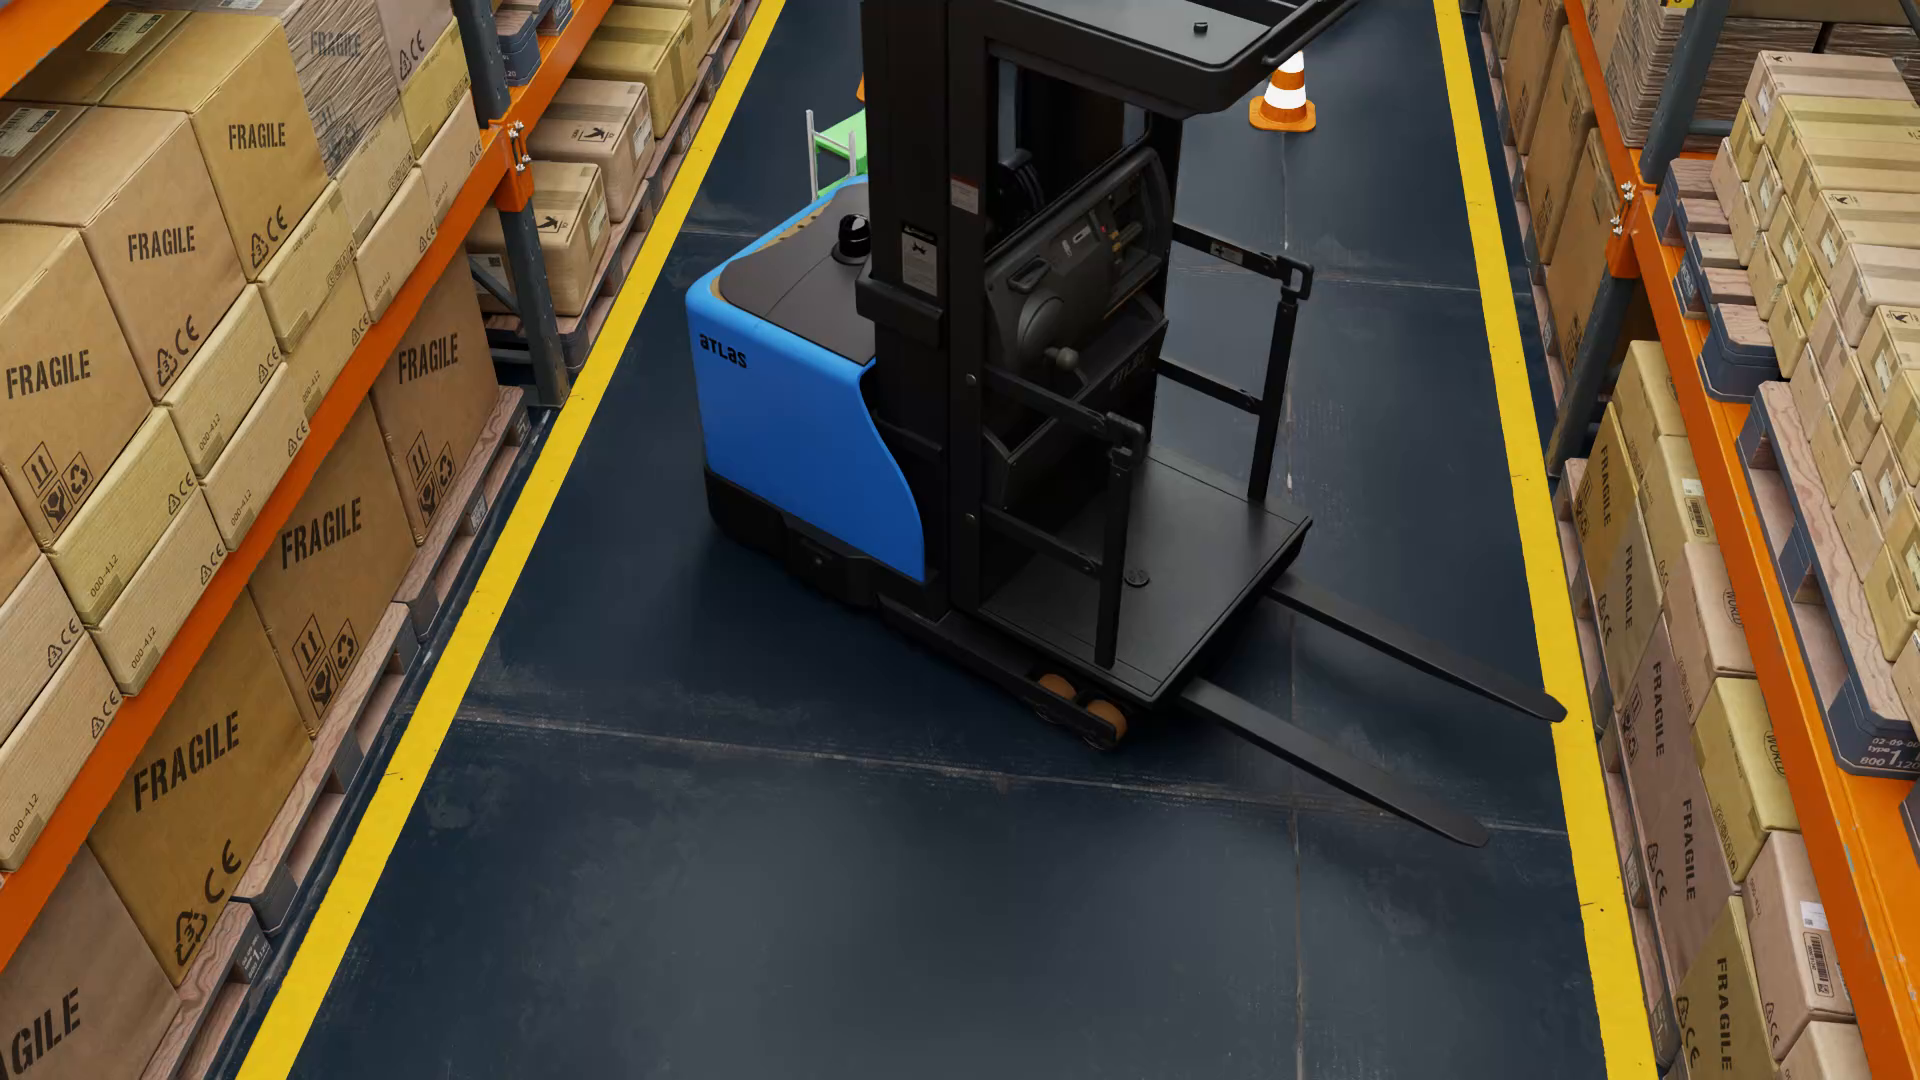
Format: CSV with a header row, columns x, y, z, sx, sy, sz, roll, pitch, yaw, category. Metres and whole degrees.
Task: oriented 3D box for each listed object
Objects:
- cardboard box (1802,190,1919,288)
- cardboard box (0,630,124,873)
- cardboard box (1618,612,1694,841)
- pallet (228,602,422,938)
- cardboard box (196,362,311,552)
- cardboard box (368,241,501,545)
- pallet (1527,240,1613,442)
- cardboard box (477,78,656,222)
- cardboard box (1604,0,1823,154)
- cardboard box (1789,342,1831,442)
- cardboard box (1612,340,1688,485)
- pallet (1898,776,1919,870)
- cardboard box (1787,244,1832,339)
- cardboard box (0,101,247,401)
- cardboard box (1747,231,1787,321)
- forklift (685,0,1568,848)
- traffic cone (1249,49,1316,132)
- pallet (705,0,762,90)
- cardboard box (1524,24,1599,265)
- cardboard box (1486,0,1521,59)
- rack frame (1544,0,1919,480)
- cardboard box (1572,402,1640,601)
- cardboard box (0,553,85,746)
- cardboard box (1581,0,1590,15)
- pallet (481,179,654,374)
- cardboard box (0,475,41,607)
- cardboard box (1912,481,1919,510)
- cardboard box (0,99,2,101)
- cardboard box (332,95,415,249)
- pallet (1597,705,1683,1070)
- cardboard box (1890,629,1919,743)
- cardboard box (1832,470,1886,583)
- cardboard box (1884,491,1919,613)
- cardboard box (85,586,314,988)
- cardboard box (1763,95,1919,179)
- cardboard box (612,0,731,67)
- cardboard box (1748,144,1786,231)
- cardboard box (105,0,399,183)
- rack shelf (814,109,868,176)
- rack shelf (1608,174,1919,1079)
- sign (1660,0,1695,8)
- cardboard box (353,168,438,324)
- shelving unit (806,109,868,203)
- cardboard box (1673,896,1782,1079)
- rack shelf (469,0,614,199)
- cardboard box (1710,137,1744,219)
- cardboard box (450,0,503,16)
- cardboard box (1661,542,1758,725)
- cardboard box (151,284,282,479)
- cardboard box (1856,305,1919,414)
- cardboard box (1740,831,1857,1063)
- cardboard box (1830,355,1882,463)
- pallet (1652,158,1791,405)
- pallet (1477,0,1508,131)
x,y,z,sx,sy,sz,roll,pitch,yaw,category
2.445,-0.776,4.333,0.380,0.149,0.250,4,44,4,cardboard box
-2.259,0.444,3.709,0.500,0.250,0.500,4,44,4,cardboard box
2.331,0.580,4.968,0.500,0.500,0.500,4,44,4,cardboard box
-2.459,0.664,5.395,1.003,0.211,1.213,5,44,6,pallet
-2.100,-0.244,4.435,0.500,0.250,0.500,5,44,5,cardboard box
-2.290,-0.626,5.969,0.875,0.875,0.875,5,44,5,cardboard box
2.982,-0.845,6.989,1.003,0.211,1.213,5,44,6,pallet
-1.942,-1.794,7.569,0.950,0.372,0.625,4,44,5,cardboard box
2.597,-1.695,5.785,0.500,0.500,0.500,5,44,6,cardboard box
2.406,-0.369,4.335,0.380,0.149,0.250,7,44,7,cardboard box
2.472,-0.396,5.454,0.500,0.250,0.500,3,44,4,cardboard box
2.520,0.961,3.193,1.003,0.211,1.213,5,44,6,pallet
2.442,-0.646,4.411,0.380,0.149,0.250,5,44,6,cardboard box
-2.132,-0.699,4.006,0.500,0.500,0.500,5,44,5,cardboard box
2.473,-0.735,4.722,0.380,0.149,0.250,7,44,8,cardboard box
0.541,-0.788,4.951,3.031,2.935,1.130,27,50,26,forklift
1.658,-2.355,8.401,0.336,0.463,0.334,5,44,6,traffic cone
-1.689,-2.891,9.149,1.003,0.211,1.213,5,44,6,pallet
3.085,-1.665,7.158,1.050,0.750,0.750,6,44,6,cardboard box
3.339,-2.957,8.522,1.050,0.750,0.750,5,44,5,cardboard box
2.803,-1.327,5.470,1.000,3.000,0.127,5,44,6,rack frame
2.457,-0.113,5.700,0.500,0.500,0.500,4,44,4,cardboard box
-2.267,0.259,3.540,0.500,0.250,0.500,6,44,6,cardboard box
2.730,-2.375,6.504,0.500,0.500,0.500,5,44,5,cardboard box
-2.012,-1.228,7.393,1.003,0.211,1.213,5,44,6,pallet
-2.262,-0.004,3.273,0.500,0.500,0.500,5,44,5,cardboard box
2.307,-0.058,3.574,0.380,0.149,0.250,3,44,4,cardboard box
-2.564,-1.103,4.434,0.500,0.500,0.500,6,44,7,cardboard box
-1.993,-1.132,5.009,0.500,0.250,0.500,4,44,4,cardboard box
2.535,1.047,4.991,1.003,0.211,1.213,5,44,6,pallet
2.264,0.342,3.585,0.380,0.149,0.250,4,44,4,cardboard box
2.335,-0.021,3.967,0.380,0.149,0.250,4,44,4,cardboard box
2.302,0.042,3.685,0.380,0.149,0.250,5,44,6,cardboard box
-2.531,0.591,4.684,0.875,0.875,0.875,6,44,7,cardboard box
2.517,-1.123,4.699,0.380,0.149,0.250,4,44,4,cardboard box
-1.746,-2.784,8.615,0.950,0.372,0.625,8,44,8,cardboard box
2.507,-1.000,4.785,0.380,0.149,0.250,7,44,8,cardboard box
-1.985,-1.381,4.727,0.500,0.500,0.500,6,44,6,cardboard box
-0.317,-1.538,6.396,0.258,0.148,0.480,31,52,29,rack shelf
2.539,0.297,4.278,1.077,0.370,4.000,5,44,6,rack shelf
2.253,-1.796,5.123,0.100,0.325,0.005,5,44,6,sign
-1.978,-0.936,5.166,0.500,0.250,0.500,6,44,6,cardboard box
-0.317,-1.236,6.682,0.258,1.200,0.503,31,52,29,shelving unit
2.191,1.277,4.232,0.500,0.500,0.500,4,44,5,cardboard box
-1.852,-2.810,7.559,1.077,0.370,4.000,5,44,6,rack shelf
2.544,-1.102,5.109,0.380,0.149,0.250,5,44,5,cardboard box
-1.889,-1.974,6.030,0.380,0.149,0.250,3,44,3,cardboard box
2.327,0.286,4.734,0.500,0.250,0.500,6,44,6,cardboard box
-2.109,-0.427,4.265,0.500,0.250,0.500,4,44,4,cardboard box
2.378,-0.411,3.947,0.380,0.149,0.250,6,44,7,cardboard box
2.204,1.002,3.977,0.500,0.250,0.500,7,44,7,cardboard box
2.372,-0.307,4.054,0.380,0.149,0.250,5,44,5,cardboard box
2.815,-0.762,5.013,1.213,0.211,1.003,5,44,6,pallet
3.305,-2.508,8.745,1.003,0.211,1.213,5,44,6,pallet
